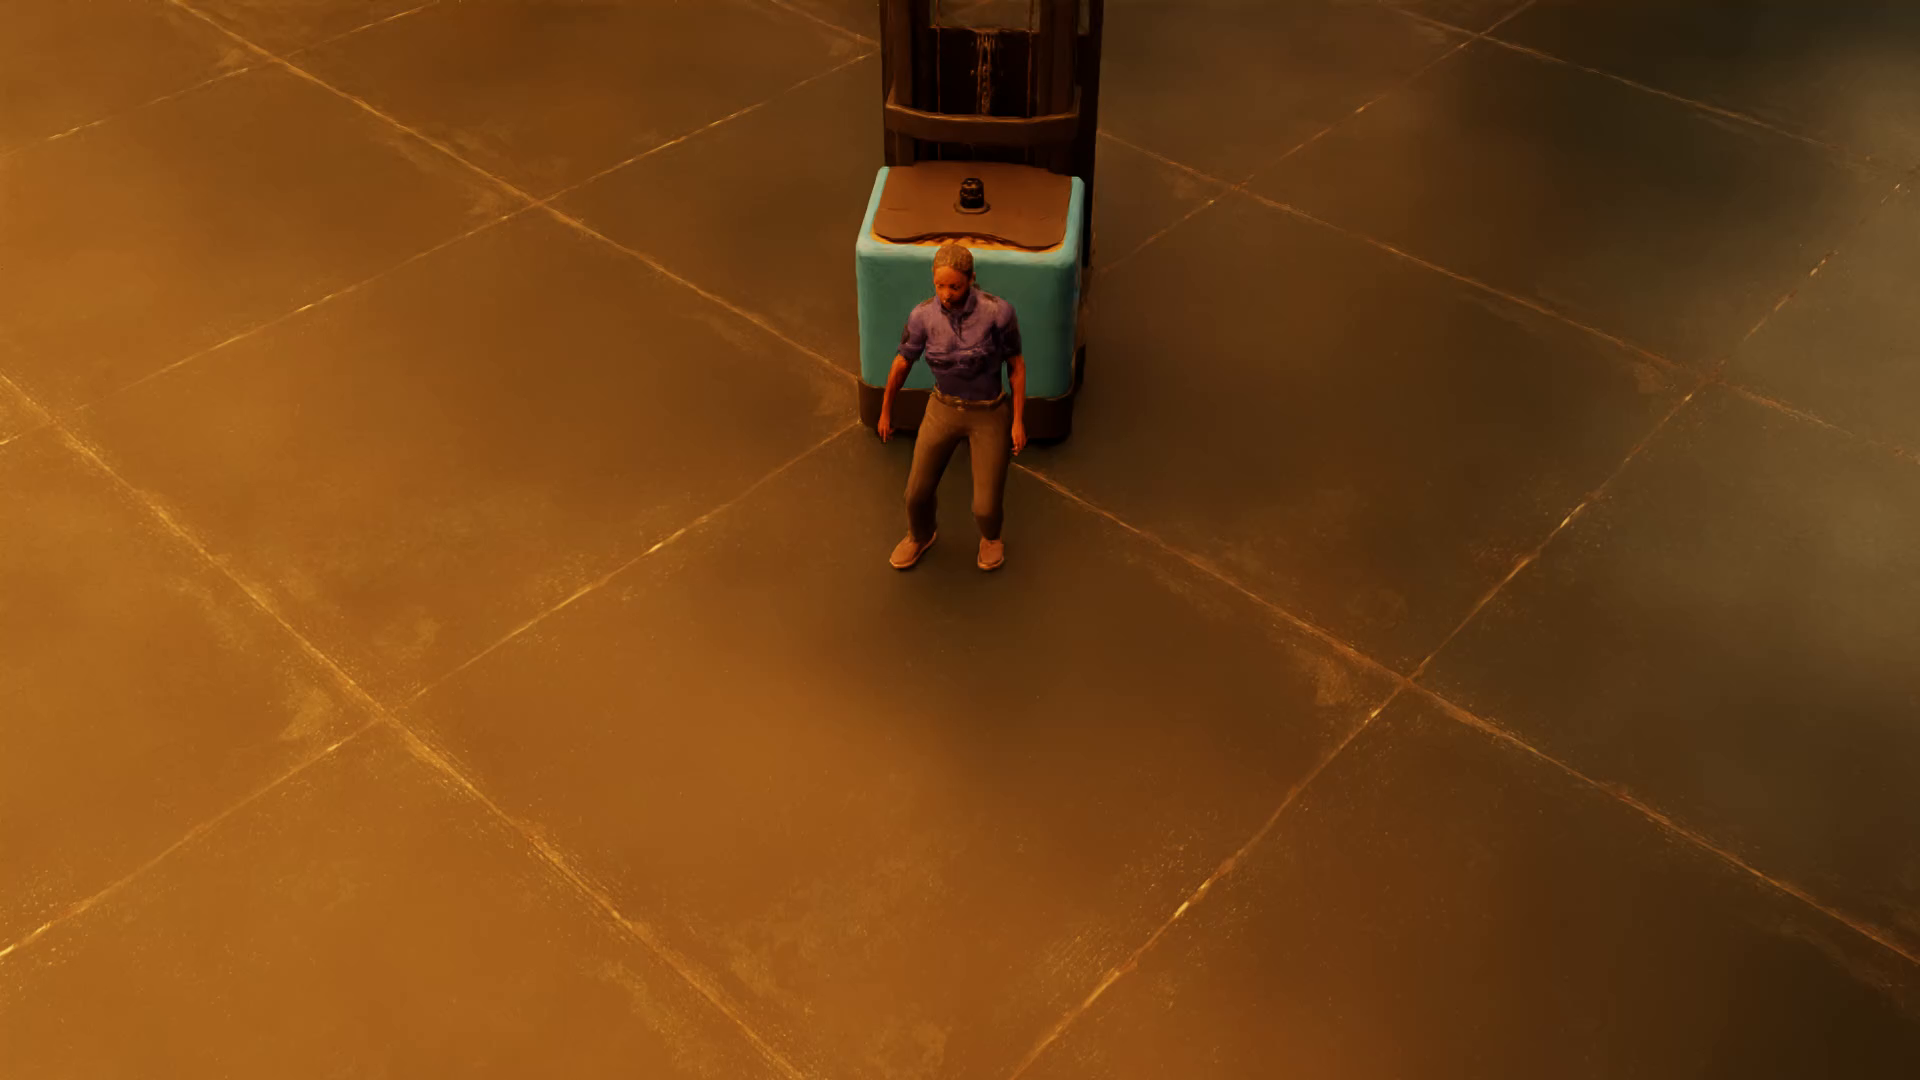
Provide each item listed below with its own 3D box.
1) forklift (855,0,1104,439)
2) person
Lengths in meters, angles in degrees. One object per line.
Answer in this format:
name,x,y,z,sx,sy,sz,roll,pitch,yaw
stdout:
forklift,0.181,-2.564,8.417,1.130,2.935,3.031,4,41,5
person,-0.044,-0.530,7.072,0.640,1.597,0.398,8,41,9
